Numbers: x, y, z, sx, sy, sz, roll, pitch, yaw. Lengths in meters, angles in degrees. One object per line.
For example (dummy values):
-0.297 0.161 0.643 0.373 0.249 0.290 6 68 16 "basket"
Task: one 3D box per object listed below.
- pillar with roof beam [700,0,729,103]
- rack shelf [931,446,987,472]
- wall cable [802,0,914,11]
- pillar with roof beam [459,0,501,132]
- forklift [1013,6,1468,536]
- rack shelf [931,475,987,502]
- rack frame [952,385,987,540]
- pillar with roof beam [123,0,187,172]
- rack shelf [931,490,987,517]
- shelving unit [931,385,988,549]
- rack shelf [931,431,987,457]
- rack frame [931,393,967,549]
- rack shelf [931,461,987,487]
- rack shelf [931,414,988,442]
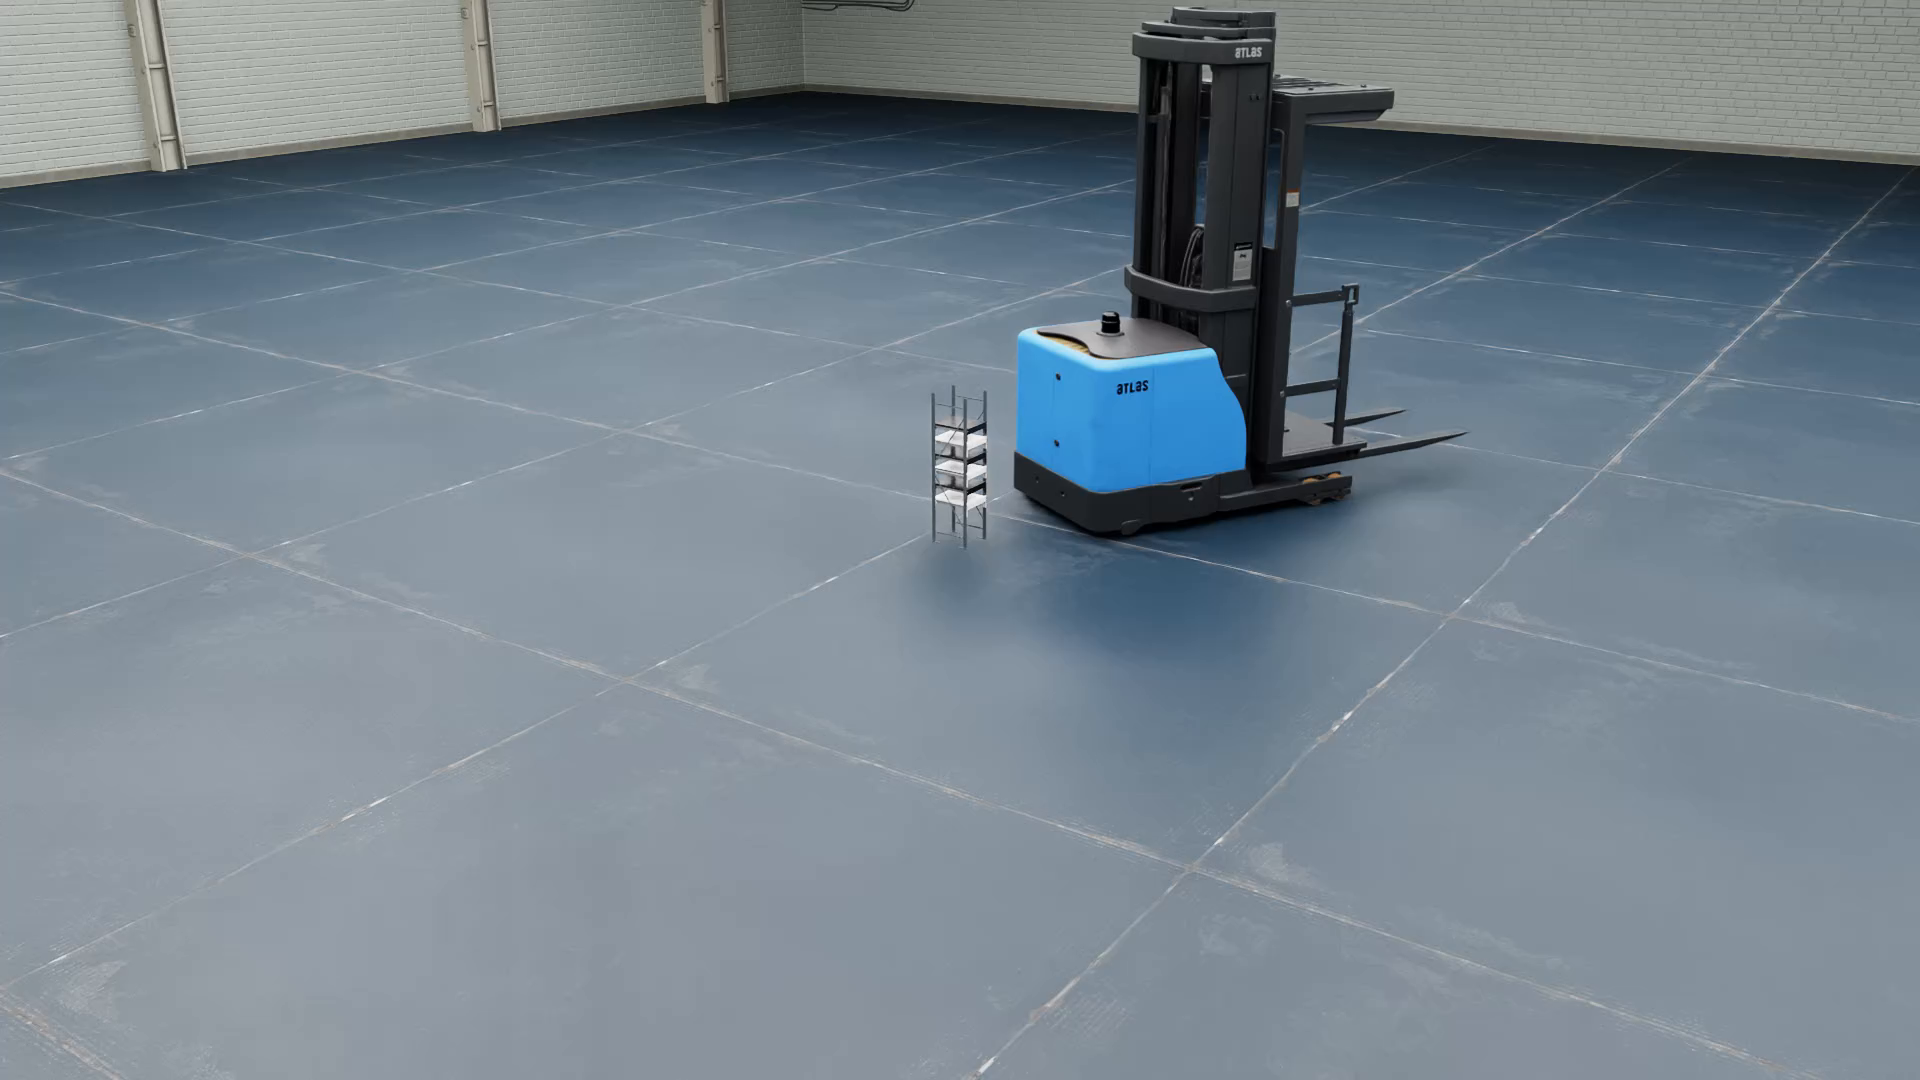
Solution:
-1.383 -12.304 30.056 9.100 9.000 0.400 13 24 32 "pillar with roof beam"
-0.005 -0.473 9.583 0.258 0.077 0.200 13 24 32 "rack shelf"
-2.194 -12.274 34.453 3.097 2.526 0.112 13 24 32 "wall cable"
-4.756 -10.582 25.402 9.100 9.000 0.400 13 24 32 "pillar with roof beam"
1.884 -1.744 10.255 3.031 2.935 1.130 -10 23 -26 "forklift"
-0.005 -0.304 9.645 0.258 0.077 0.200 13 24 32 "rack shelf"
0.053 -0.449 9.681 0.240 0.900 0.006 13 24 32 "rack frame"
-8.129 -8.861 20.748 9.100 9.000 0.400 13 24 32 "pillar with roof beam"
-0.005 -0.220 9.677 0.258 0.077 0.200 13 24 32 "rack shelf"
-0.005 -0.420 9.603 0.258 0.900 0.210 13 24 32 "shelving unit"
-0.005 -0.557 9.552 0.258 0.077 0.200 13 24 32 "rack shelf"
-0.062 -0.391 9.524 0.240 0.900 0.006 13 24 32 "rack frame"
-0.005 -0.388 9.614 0.258 0.077 0.200 13 24 32 "rack shelf"
-0.005 -0.642 9.520 0.258 0.077 0.200 13 24 32 "rack shelf"
